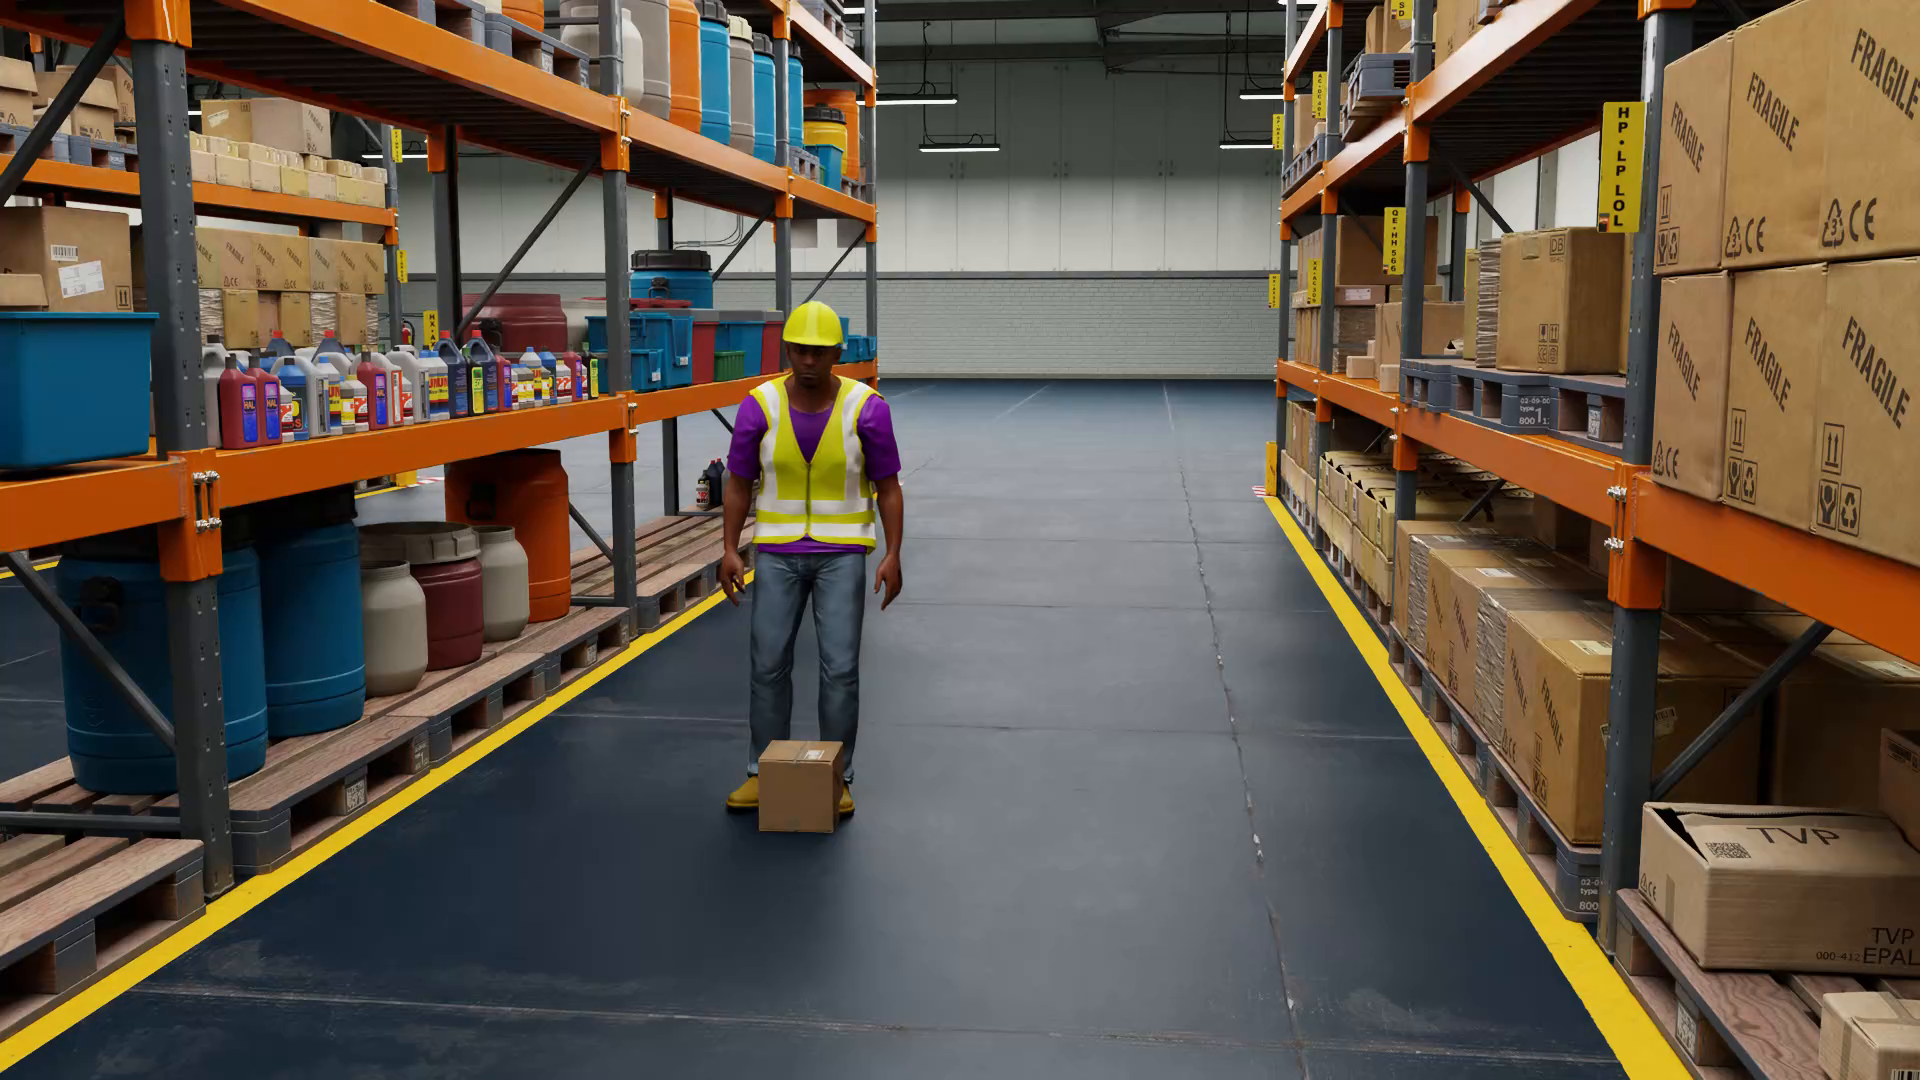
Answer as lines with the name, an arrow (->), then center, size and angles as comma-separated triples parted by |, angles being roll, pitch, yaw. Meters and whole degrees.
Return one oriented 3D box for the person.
person -> -0.514, 0.059, 5.774 | 0.636, 1.761, 0.454 | 0, 8, 3
